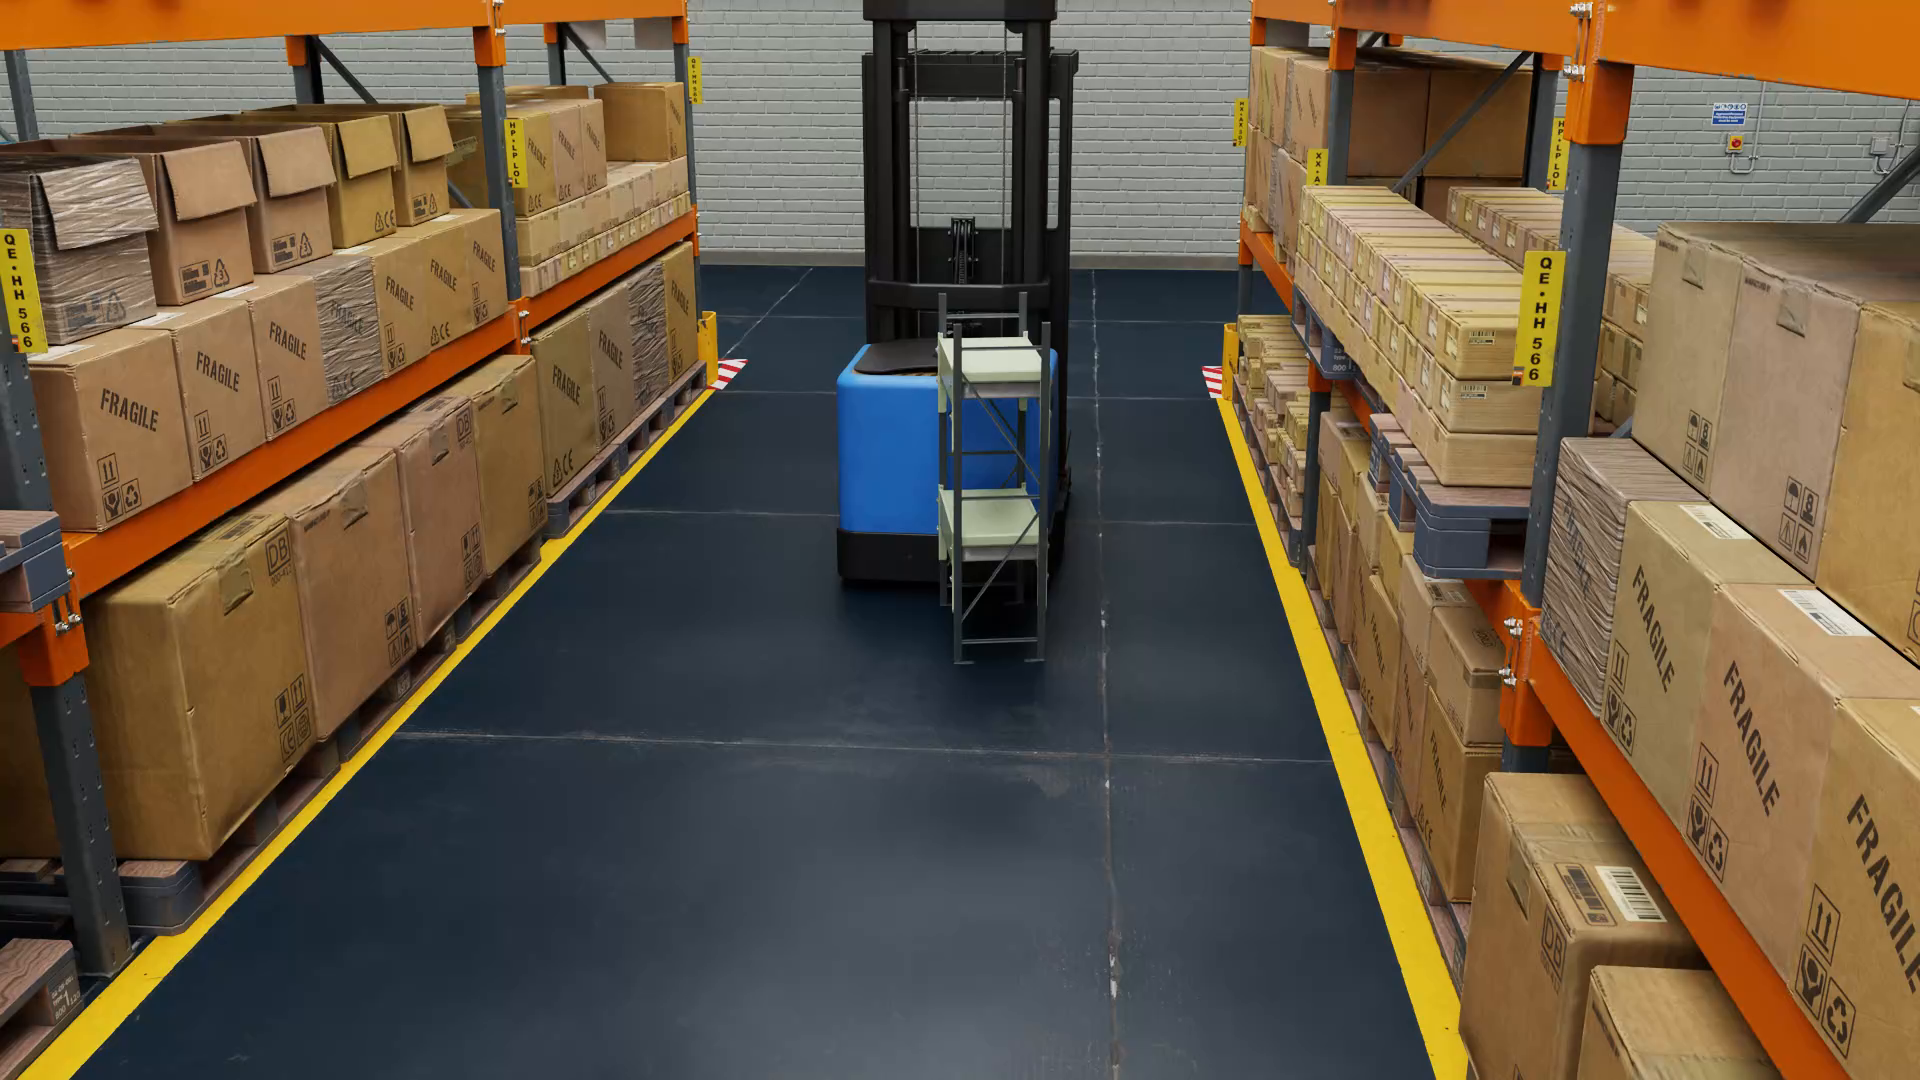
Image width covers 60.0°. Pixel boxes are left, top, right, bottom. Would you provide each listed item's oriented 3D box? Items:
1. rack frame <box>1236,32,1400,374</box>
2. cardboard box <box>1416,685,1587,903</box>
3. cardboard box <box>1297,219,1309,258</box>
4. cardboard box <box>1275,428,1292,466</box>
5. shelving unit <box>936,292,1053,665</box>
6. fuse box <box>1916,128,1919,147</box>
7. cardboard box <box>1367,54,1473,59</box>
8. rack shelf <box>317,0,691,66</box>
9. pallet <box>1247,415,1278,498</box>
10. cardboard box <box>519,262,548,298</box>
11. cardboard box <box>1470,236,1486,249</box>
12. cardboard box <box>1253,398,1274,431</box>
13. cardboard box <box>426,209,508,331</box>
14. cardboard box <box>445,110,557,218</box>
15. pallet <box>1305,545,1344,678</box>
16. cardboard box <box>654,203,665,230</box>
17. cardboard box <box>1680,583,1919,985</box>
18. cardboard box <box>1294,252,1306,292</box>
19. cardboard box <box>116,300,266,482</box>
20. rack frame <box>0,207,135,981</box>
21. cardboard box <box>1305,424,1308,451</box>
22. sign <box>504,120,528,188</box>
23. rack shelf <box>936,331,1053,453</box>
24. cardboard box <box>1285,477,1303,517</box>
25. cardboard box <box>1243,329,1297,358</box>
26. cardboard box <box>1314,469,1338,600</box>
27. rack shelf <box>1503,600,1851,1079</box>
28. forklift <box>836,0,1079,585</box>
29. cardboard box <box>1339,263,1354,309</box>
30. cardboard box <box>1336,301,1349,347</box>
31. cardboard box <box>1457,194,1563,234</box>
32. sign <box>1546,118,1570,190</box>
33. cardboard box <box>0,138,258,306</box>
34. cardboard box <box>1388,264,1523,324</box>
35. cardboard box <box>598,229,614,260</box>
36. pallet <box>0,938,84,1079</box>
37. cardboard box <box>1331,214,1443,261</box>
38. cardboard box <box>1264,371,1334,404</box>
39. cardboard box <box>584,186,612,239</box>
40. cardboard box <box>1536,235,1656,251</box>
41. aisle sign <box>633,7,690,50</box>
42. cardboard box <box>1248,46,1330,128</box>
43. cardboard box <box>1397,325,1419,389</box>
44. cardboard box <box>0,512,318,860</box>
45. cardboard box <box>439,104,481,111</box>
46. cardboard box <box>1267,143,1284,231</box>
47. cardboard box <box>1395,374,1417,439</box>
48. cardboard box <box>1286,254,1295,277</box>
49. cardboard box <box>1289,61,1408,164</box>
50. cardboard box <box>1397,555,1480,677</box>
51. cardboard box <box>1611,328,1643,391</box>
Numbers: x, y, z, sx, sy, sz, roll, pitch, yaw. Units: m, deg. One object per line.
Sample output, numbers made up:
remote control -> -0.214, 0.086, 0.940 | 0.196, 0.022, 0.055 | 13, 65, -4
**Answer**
rack frame -> 2.505, -2.491, 11.707 | 1.000, 3.000, 0.127 | 1, 18, 4
cardboard box -> 1.718, 0.772, 5.089 | 0.500, 0.500, 0.500 | 1, 18, 4
cardboard box -> 1.731, -1.358, 7.501 | 0.380, 0.149, 0.250 | 2, 18, 5
cardboard box -> 1.932, -0.507, 9.080 | 0.380, 0.149, 0.250 | 1, 18, 2
shelving unit -> 0.138, -0.289, 7.395 | 0.431, 1.500, 0.755 | -2, 18, -5
fuse box -> 9.915, -3.459, 16.731 | 0.539, 1.711, 0.414 | 1, 18, 4
cardboard box -> 2.621, -2.523, 9.563 | 0.500, 0.500, 0.500 | 1, 18, 2
rack shelf -> -2.579, -3.095, 9.890 | 1.077, 0.370, 4.000 | 1, 18, 4
pallet -> 2.316, -0.512, 10.148 | 1.003, 0.211, 1.213 | 1, 18, 4
cardboard box -> -2.369, -1.355, 8.646 | 0.380, 0.149, 0.250 | 1, 18, 4
cardboard box -> 2.348, -1.183, 6.967 | 0.380, 0.149, 0.250 | 2, 18, 6
cardboard box -> 2.044, -0.786, 10.407 | 0.380, 0.149, 0.250 | 0, 18, 1
cardboard box -> -2.483, -1.287, 7.871 | 0.500, 0.500, 0.500 | 1, 18, 4
cardboard box -> -2.433, -1.960, 8.646 | 0.500, 0.500, 0.500 | 1, 18, 4
pallet -> 2.164, 0.319, 7.611 | 1.003, 0.211, 1.213 | 1, 18, 4
cardboard box -> -2.187, -2.159, 11.097 | 0.380, 0.149, 0.250 | 2, 18, 5
cardboard box -> 1.559, 0.395, 2.741 | 0.500, 0.500, 0.500 | 1, 18, 4
cardboard box -> 1.731, -1.216, 7.547 | 0.380, 0.149, 0.250 | 0, 18, 1
cardboard box -> -2.668, -0.501, 5.473 | 0.500, 0.500, 0.500 | 1, 18, 2
rack frame -> -3.009, -0.148, 4.558 | 1.000, 3.000, 0.127 | 1, 18, 4
cardboard box -> 1.984, -0.492, 8.556 | 0.380, 0.149, 0.250 | 2, 18, 5
sign -> -2.180, -1.894, 8.153 | 0.100, 0.325, 0.005 | 1, 18, 4
rack shelf -> 0.138, -0.659, 7.274 | 0.431, 0.370, 0.720 | -2, 18, -5
cardboard box -> 1.906, -0.222, 8.689 | 0.380, 0.149, 0.250 | 2, 18, 5
cardboard box -> 2.083, -1.299, 11.019 | 0.380, 0.149, 0.250 | 1, 18, 4
cardboard box -> 1.900, -0.036, 7.557 | 0.500, 0.500, 0.500 | 2, 18, 6
rack shelf -> 1.788, 0.957, 2.340 | 1.077, 0.370, 4.000 | 1, 18, 4
forklift -> 0.065, -1.588, 9.062 | 1.130, 2.935, 3.031 | 2, 18, 6
cardboard box -> 1.642, -0.950, 6.257 | 0.380, 0.149, 0.250 | 1, 18, 3
cardboard box -> 1.643, -0.811, 6.309 | 0.380, 0.149, 0.250 | 1, 18, 3
cardboard box -> 2.365, -1.399, 7.148 | 0.380, 0.149, 0.250 | 1, 18, 2
sign -> 2.772, -1.787, 7.701 | 0.100, 0.325, 0.005 | 1, 18, 4
cardboard box -> -2.891, -1.101, 5.695 | 0.797, 0.503, 0.637 | 2, 18, 5
cardboard box -> 1.563, -0.774, 5.240 | 0.380, 0.149, 0.250 | 2, 18, 6
cardboard box -> -2.277, -1.758, 9.874 | 0.380, 0.149, 0.250 | 1, 18, 5
pallet -> -3.066, 1.420, 4.251 | 1.003, 0.211, 1.213 | 1, 18, 4
cardboard box -> 1.658, -1.176, 6.468 | 0.380, 0.149, 0.250 | 1, 18, 3
cardboard box -> 2.004, -0.899, 9.797 | 0.380, 0.149, 0.250 | 1, 18, 2
cardboard box -> -2.355, -1.916, 9.716 | 0.500, 0.250, 0.500 | 2, 18, 5
cardboard box -> 2.272, -0.994, 5.912 | 0.380, 0.149, 0.250 | 1, 18, 3
aisle sign -> -2.131, -3.884, 11.783 | 0.394, 0.787, 0.004 | 1, 18, 4
cardboard box -> 2.208, -3.021, 11.082 | 0.500, 0.500, 0.500 | 1, 18, 4
cardboard box -> 1.546, -0.556, 5.053 | 0.380, 0.149, 0.250 | 2, 18, 5
cardboard box -> -2.939, 0.448, 5.476 | 1.225, 0.875, 0.875 | 0, 18, 1
cardboard box -> -2.916, -2.121, 9.138 | 0.500, 0.500, 0.500 | 1, 18, 4
cardboard box -> 2.106, -2.069, 9.782 | 0.500, 0.500, 0.500 | 1, 18, 2
cardboard box -> 1.546, -0.407, 5.076 | 0.380, 0.149, 0.250 | 2, 18, 5
cardboard box -> 2.026, -1.551, 9.244 | 0.380, 0.149, 0.250 | 1, 18, 2
cardboard box -> 2.014, -2.225, 8.652 | 0.500, 0.500, 0.500 | 1, 18, 2
cardboard box -> 1.744, 0.251, 5.476 | 0.500, 0.250, 0.500 | 2, 18, 5
cardboard box -> 2.199, -0.540, 5.006 | 0.380, 0.149, 0.250 | 1, 18, 2
